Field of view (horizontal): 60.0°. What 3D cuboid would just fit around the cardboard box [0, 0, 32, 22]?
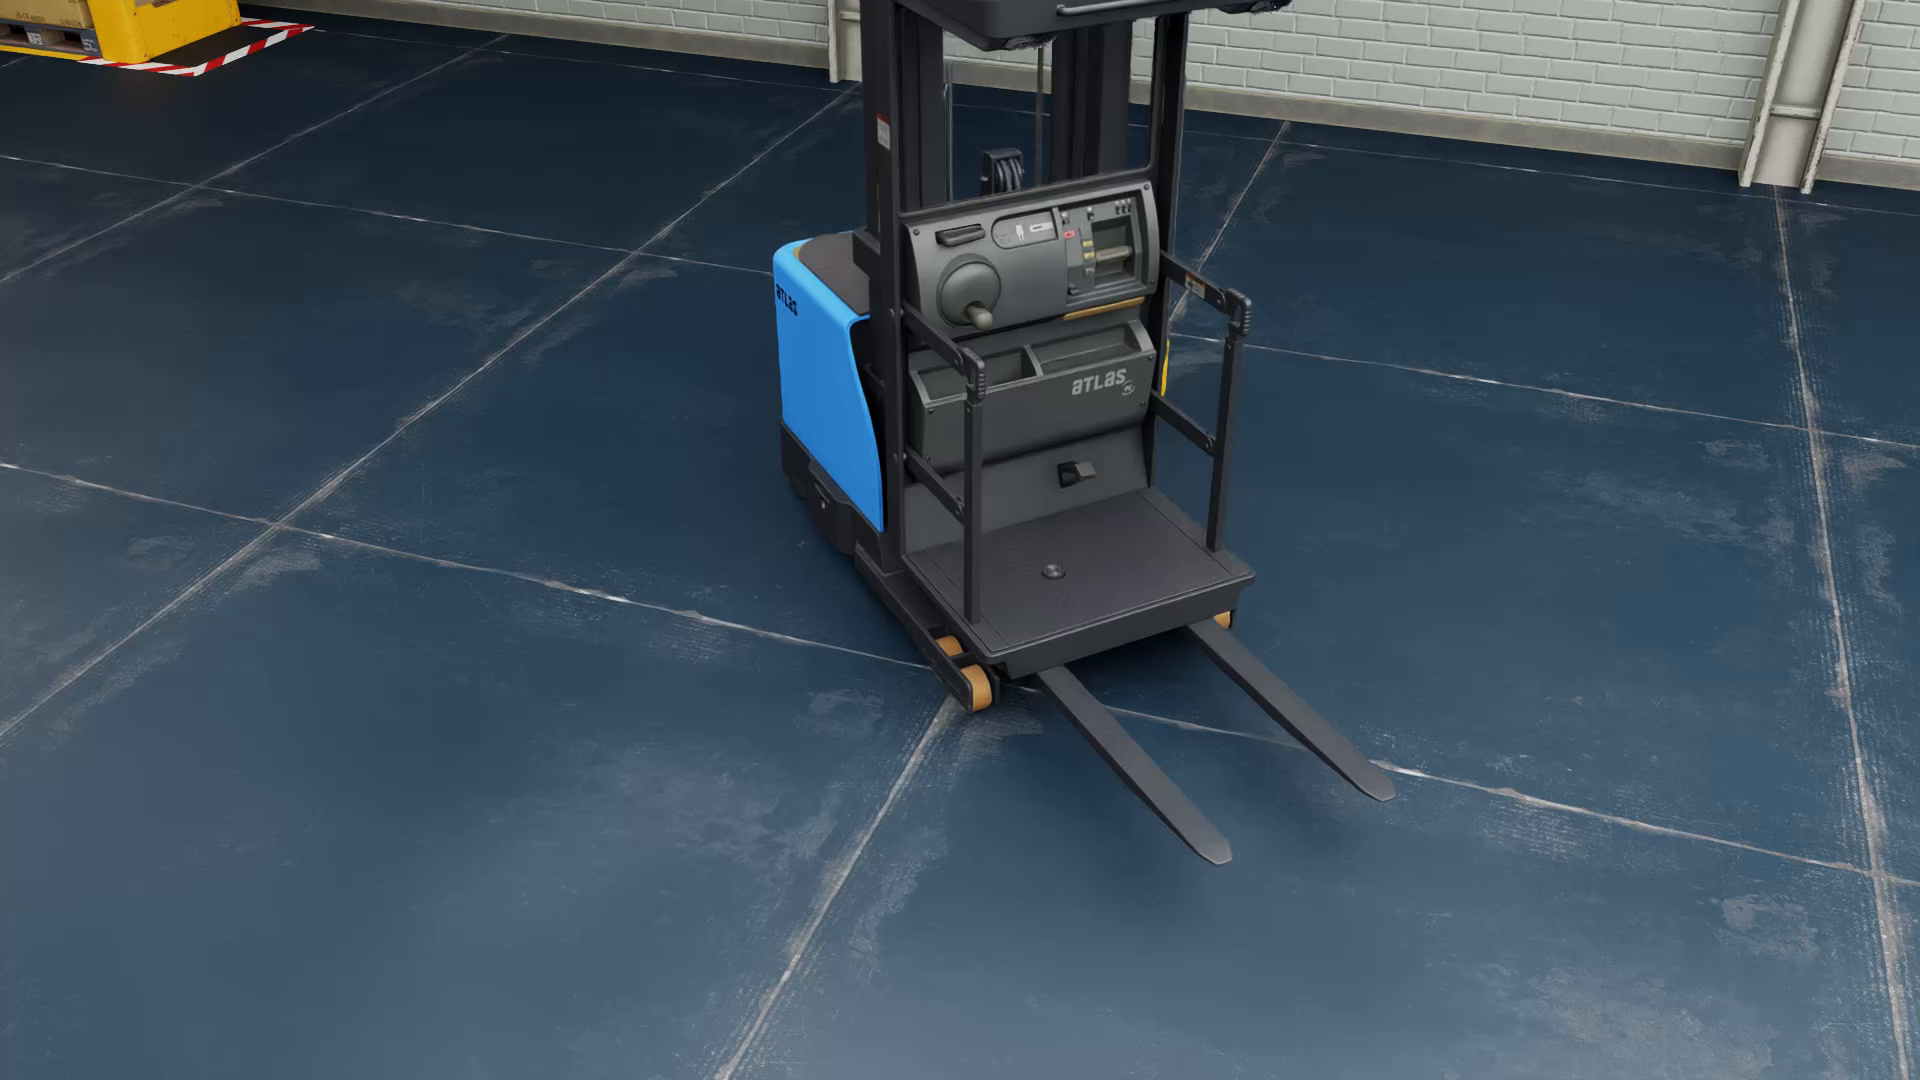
[{"bbox_3d":[-6.997,-4.099,12.481,0.500,0.250,0.500,11,34,16],"label":"cardboard box"}]

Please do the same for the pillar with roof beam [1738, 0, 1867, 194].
[{"bbox_3d":[3.509,-3.771,4.295,0.400,9.000,9.100,11,34,16],"label":"pillar with roof beam"}]

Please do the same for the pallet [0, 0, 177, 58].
[{"bbox_3d":[-6.717,-4.004,12.757,1.213,0.211,1.003,11,34,16],"label":"pallet"}]

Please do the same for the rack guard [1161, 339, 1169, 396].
[{"bbox_3d":[0.872,-0.678,7.570,0.087,0.250,0.587,7,33,10],"label":"rack guard"}]

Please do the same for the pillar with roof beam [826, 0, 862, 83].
[{"bbox_3d":[-2.139,-4.869,5.995,0.400,9.000,9.100,11,34,16],"label":"pillar with roof beam"}]

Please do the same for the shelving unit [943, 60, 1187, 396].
[{"bbox_3d":[0.385,-1.260,7.319,1.083,1.500,0.587,7,33,10],"label":"shelving unit"}]

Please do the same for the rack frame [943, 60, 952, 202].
[{"bbox_3d":[-0.103,-1.317,7.408,0.032,1.500,0.500,7,33,10],"label":"rack frame"}]

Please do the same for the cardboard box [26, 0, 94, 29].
[{"bbox_3d":[-6.532,-4.003,12.333,0.500,0.250,0.500,11,35,17],"label":"cardboard box"}]

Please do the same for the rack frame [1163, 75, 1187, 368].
[{"bbox_3d":[0.891,-1.201,7.227,0.032,1.500,0.500,7,33,10],"label":"rack frame"}]

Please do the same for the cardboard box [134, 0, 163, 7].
[{"bbox_3d":[-6.380,-4.268,12.743,0.500,0.250,0.500,11,34,17],"label":"cardboard box"}]

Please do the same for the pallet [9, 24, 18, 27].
[{"bbox_3d":[-7.862,-4.229,13.105,1.213,0.211,1.003,11,34,16],"label":"pallet"}]

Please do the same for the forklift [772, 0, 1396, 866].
[{"bbox_3d":[0.360,-0.906,5.450,1.130,2.935,3.031,-15,36,-22],"label":"forklift"}]

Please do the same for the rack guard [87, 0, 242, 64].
[{"bbox_3d":[-5.961,-4.003,12.489,0.348,0.500,1.175,11,34,16],"label":"rack guard"}]
